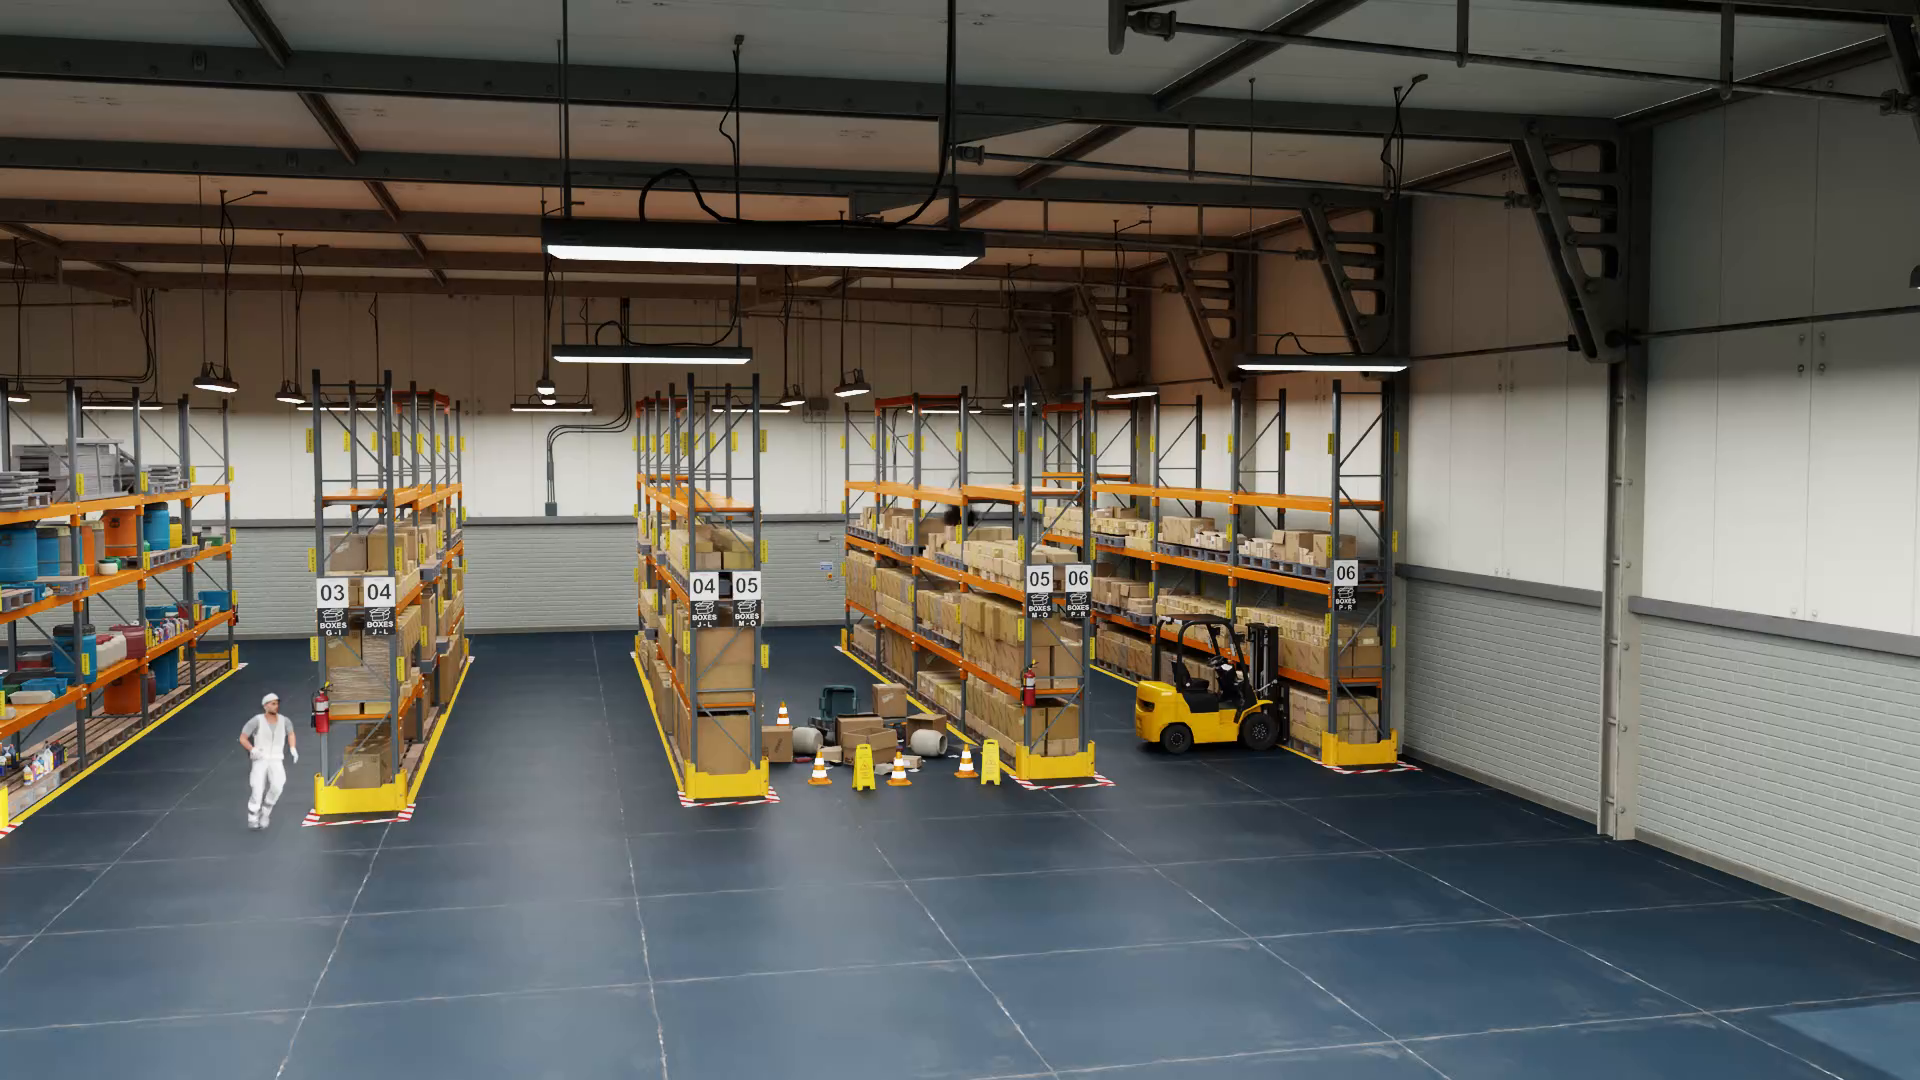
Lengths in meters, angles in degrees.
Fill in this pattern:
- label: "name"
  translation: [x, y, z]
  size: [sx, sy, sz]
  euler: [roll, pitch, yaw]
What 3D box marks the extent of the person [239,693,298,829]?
- label: "person"
  translation: [-8.965, 2.872, 21.619]
  size: [0.736, 1.743, 0.561]
  euler: [-3, 4, -39]
